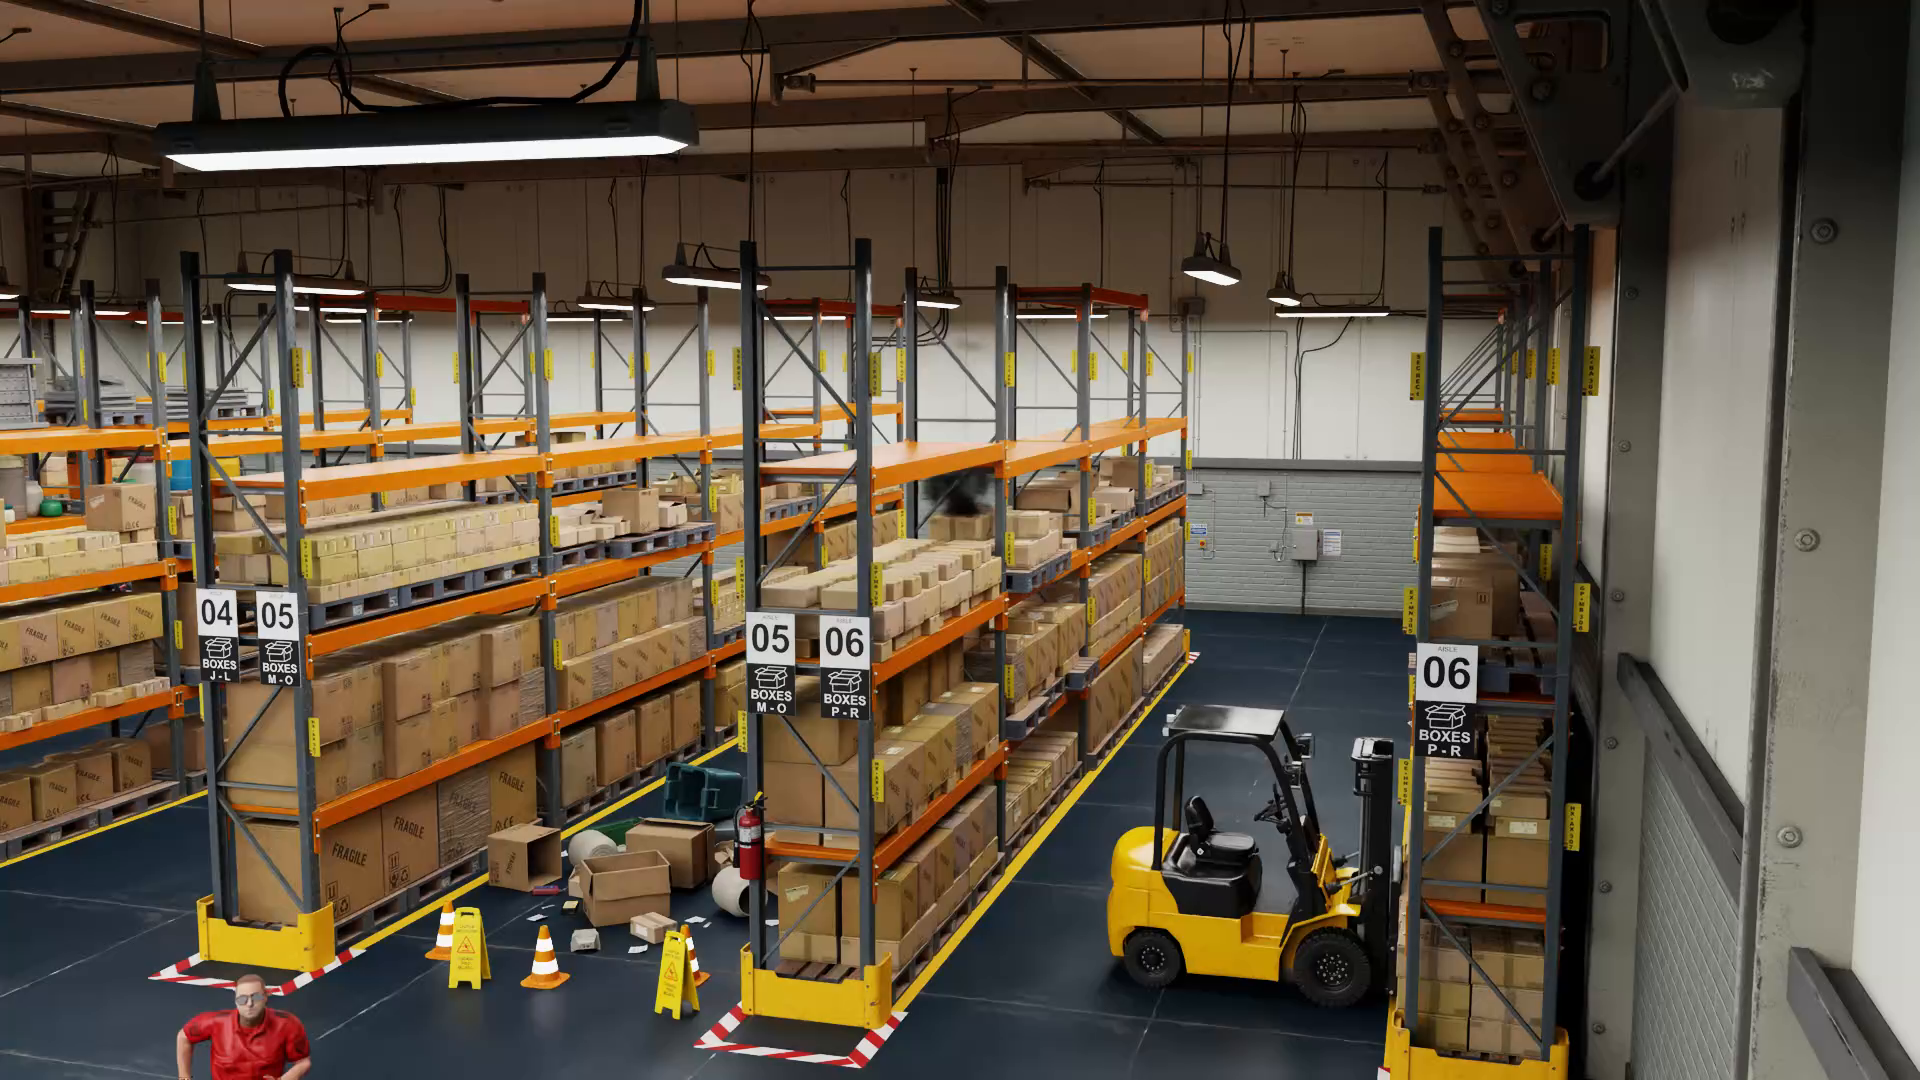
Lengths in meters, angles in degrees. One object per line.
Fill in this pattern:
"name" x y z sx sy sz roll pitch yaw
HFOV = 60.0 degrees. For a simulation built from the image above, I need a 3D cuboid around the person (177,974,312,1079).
"person" -4.034 3.266 9.413 0.701 1.678 0.784 -3 7 -23
